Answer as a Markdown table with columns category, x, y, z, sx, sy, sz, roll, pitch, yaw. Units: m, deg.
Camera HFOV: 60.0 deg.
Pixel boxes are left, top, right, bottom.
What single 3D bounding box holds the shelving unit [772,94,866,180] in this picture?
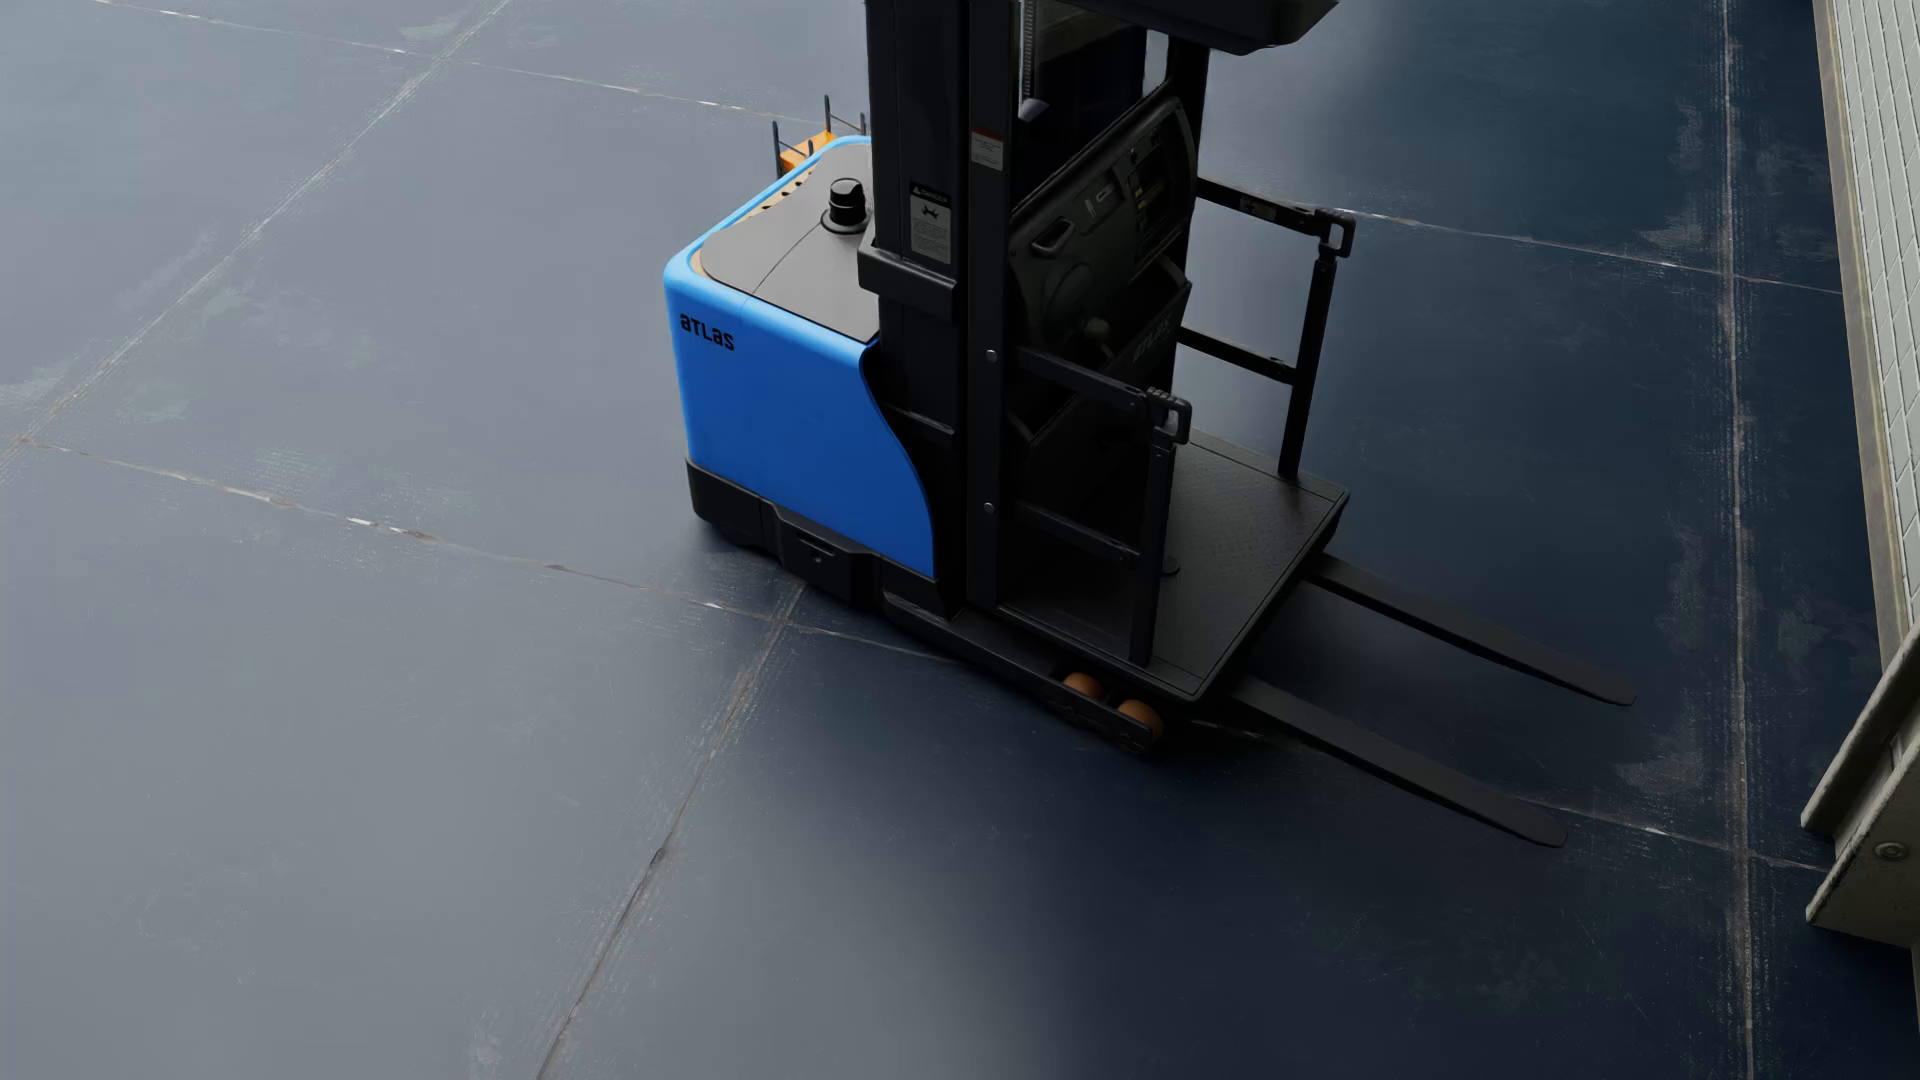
| category | x | y | z | sx | sy | sz | roll | pitch | yaw |
| --- | --- | --- | --- | --- | --- | --- | --- | --- | --- |
| shelving unit | -0.485 | -1.081 | 6.103 | 0.215 | 1.050 | 0.252 | 33 | 53 | 30 |

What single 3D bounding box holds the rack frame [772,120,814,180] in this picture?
| category | x | y | z | sx | sy | sz | roll | pitch | yaw |
| --- | --- | --- | --- | --- | --- | --- | --- | --- | --- |
| rack frame | -0.569 | -1.020 | 6.040 | 0.200 | 1.050 | 0.008 | 33 | 53 | 30 |

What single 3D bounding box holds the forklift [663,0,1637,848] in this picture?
| category | x | y | z | sx | sy | sz | roll | pitch | yaw |
| --- | --- | --- | --- | --- | --- | --- | --- | --- | --- |
| forklift | 0.579 | -0.824 | 4.497 | 3.031 | 2.935 | 1.130 | 25 | 50 | 23 |

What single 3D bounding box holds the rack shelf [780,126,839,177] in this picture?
| category | x | y | z | sx | sy | sz | roll | pitch | yaw |
| --- | --- | --- | --- | --- | --- | --- | --- | --- | --- |
| rack shelf | -0.487 | -1.278 | 5.913 | 0.215 | 0.259 | 0.240 | 33 | 53 | 30 |

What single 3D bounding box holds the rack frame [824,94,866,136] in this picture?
| category | x | y | z | sx | sy | sz | roll | pitch | yaw |
| --- | --- | --- | --- | --- | --- | --- | --- | --- | --- |
| rack frame | -0.401 | -1.143 | 6.166 | 0.200 | 1.050 | 0.008 | 33 | 53 | 30 |
